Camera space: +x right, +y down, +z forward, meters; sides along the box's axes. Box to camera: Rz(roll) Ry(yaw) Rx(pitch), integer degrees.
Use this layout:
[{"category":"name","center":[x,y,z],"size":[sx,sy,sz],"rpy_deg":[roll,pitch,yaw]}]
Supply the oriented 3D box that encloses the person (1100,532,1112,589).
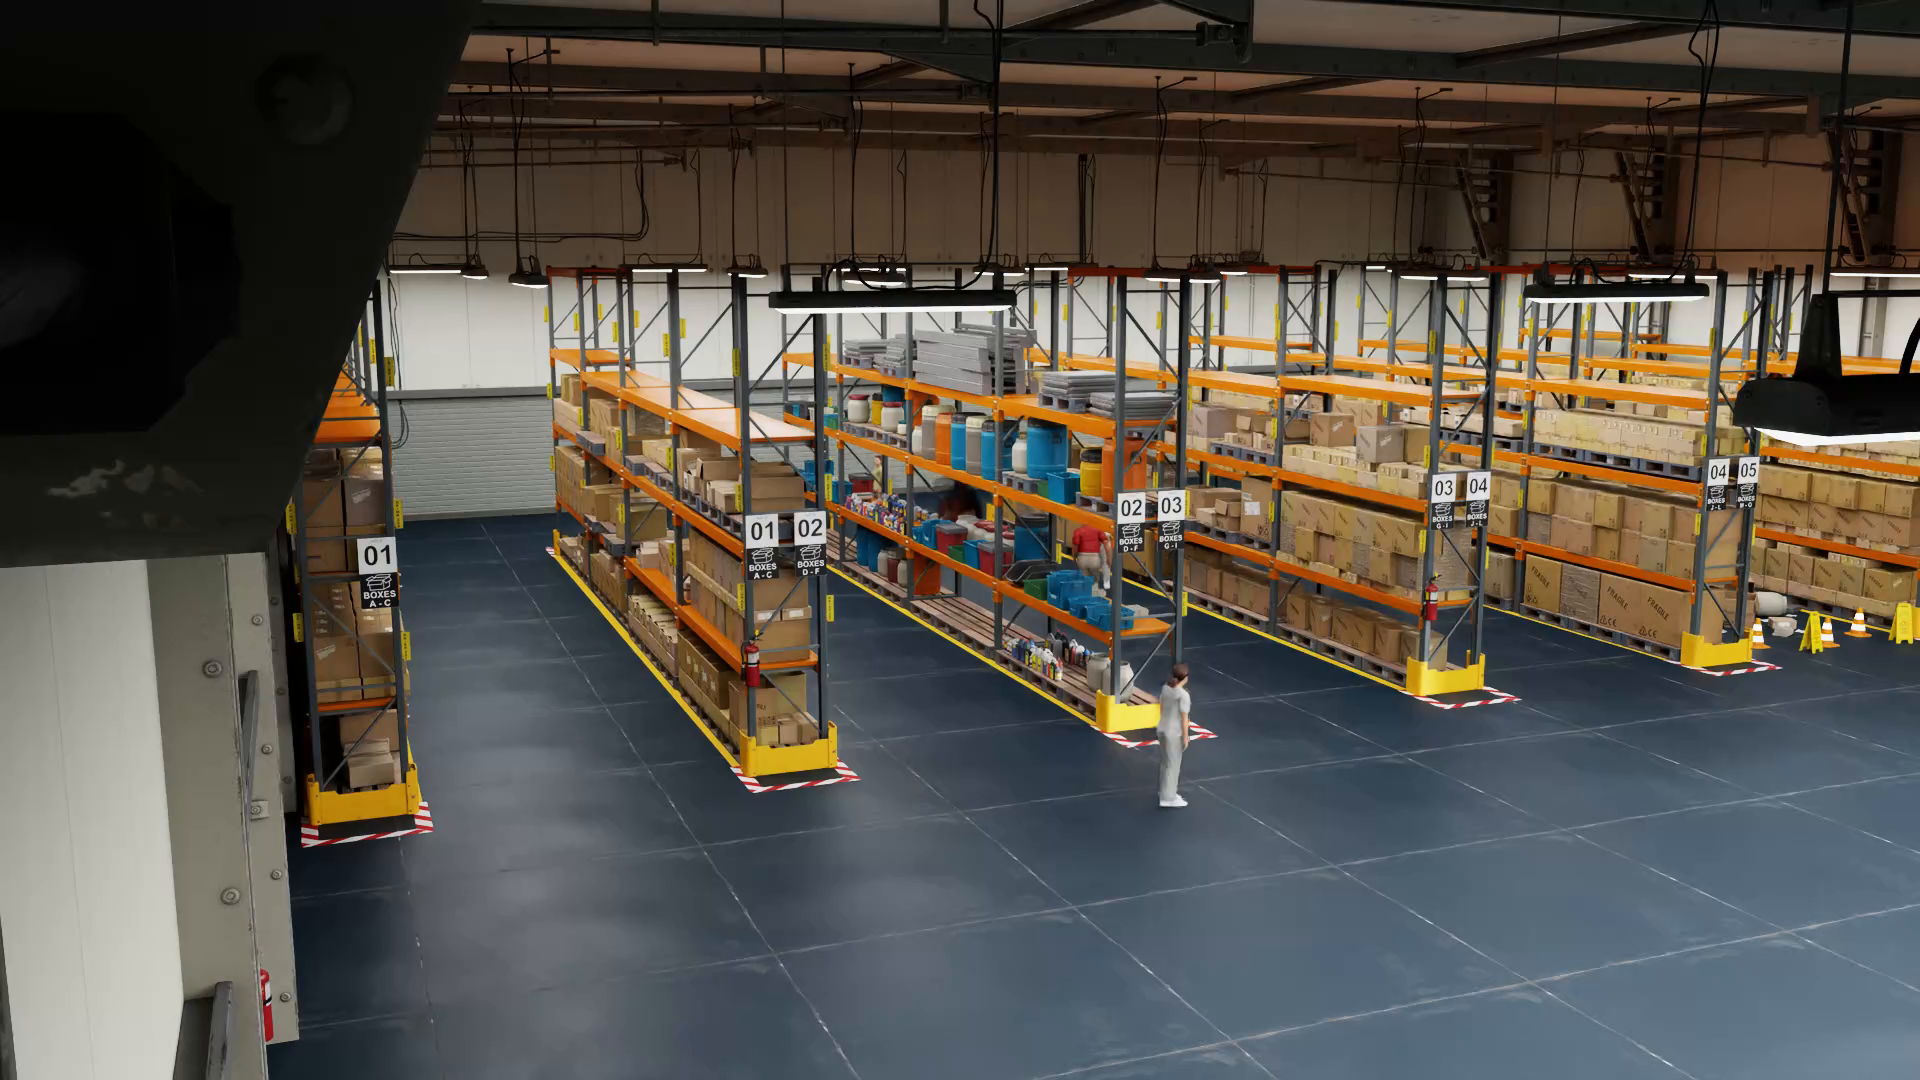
[{"category":"person","center":[2.531,-0.055,30.193],"size":[0.590,1.824,0.423],"rpy_deg":[7,12,33]}]

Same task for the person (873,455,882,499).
[{"category":"person","center":[-1.840,-1.166,38.613],"size":[0.985,1.638,0.530],"rpy_deg":[2,10,12]}]

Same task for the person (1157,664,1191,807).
[{"category":"person","center":[2.473,2.235,19.064],"size":[0.375,1.682,0.472],"rpy_deg":[-5,11,-28]}]

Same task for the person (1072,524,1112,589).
[{"category":"person","center":[2.211,0.501,27.912],"size":[0.677,1.732,0.550],"rpy_deg":[1,10,6]}]
